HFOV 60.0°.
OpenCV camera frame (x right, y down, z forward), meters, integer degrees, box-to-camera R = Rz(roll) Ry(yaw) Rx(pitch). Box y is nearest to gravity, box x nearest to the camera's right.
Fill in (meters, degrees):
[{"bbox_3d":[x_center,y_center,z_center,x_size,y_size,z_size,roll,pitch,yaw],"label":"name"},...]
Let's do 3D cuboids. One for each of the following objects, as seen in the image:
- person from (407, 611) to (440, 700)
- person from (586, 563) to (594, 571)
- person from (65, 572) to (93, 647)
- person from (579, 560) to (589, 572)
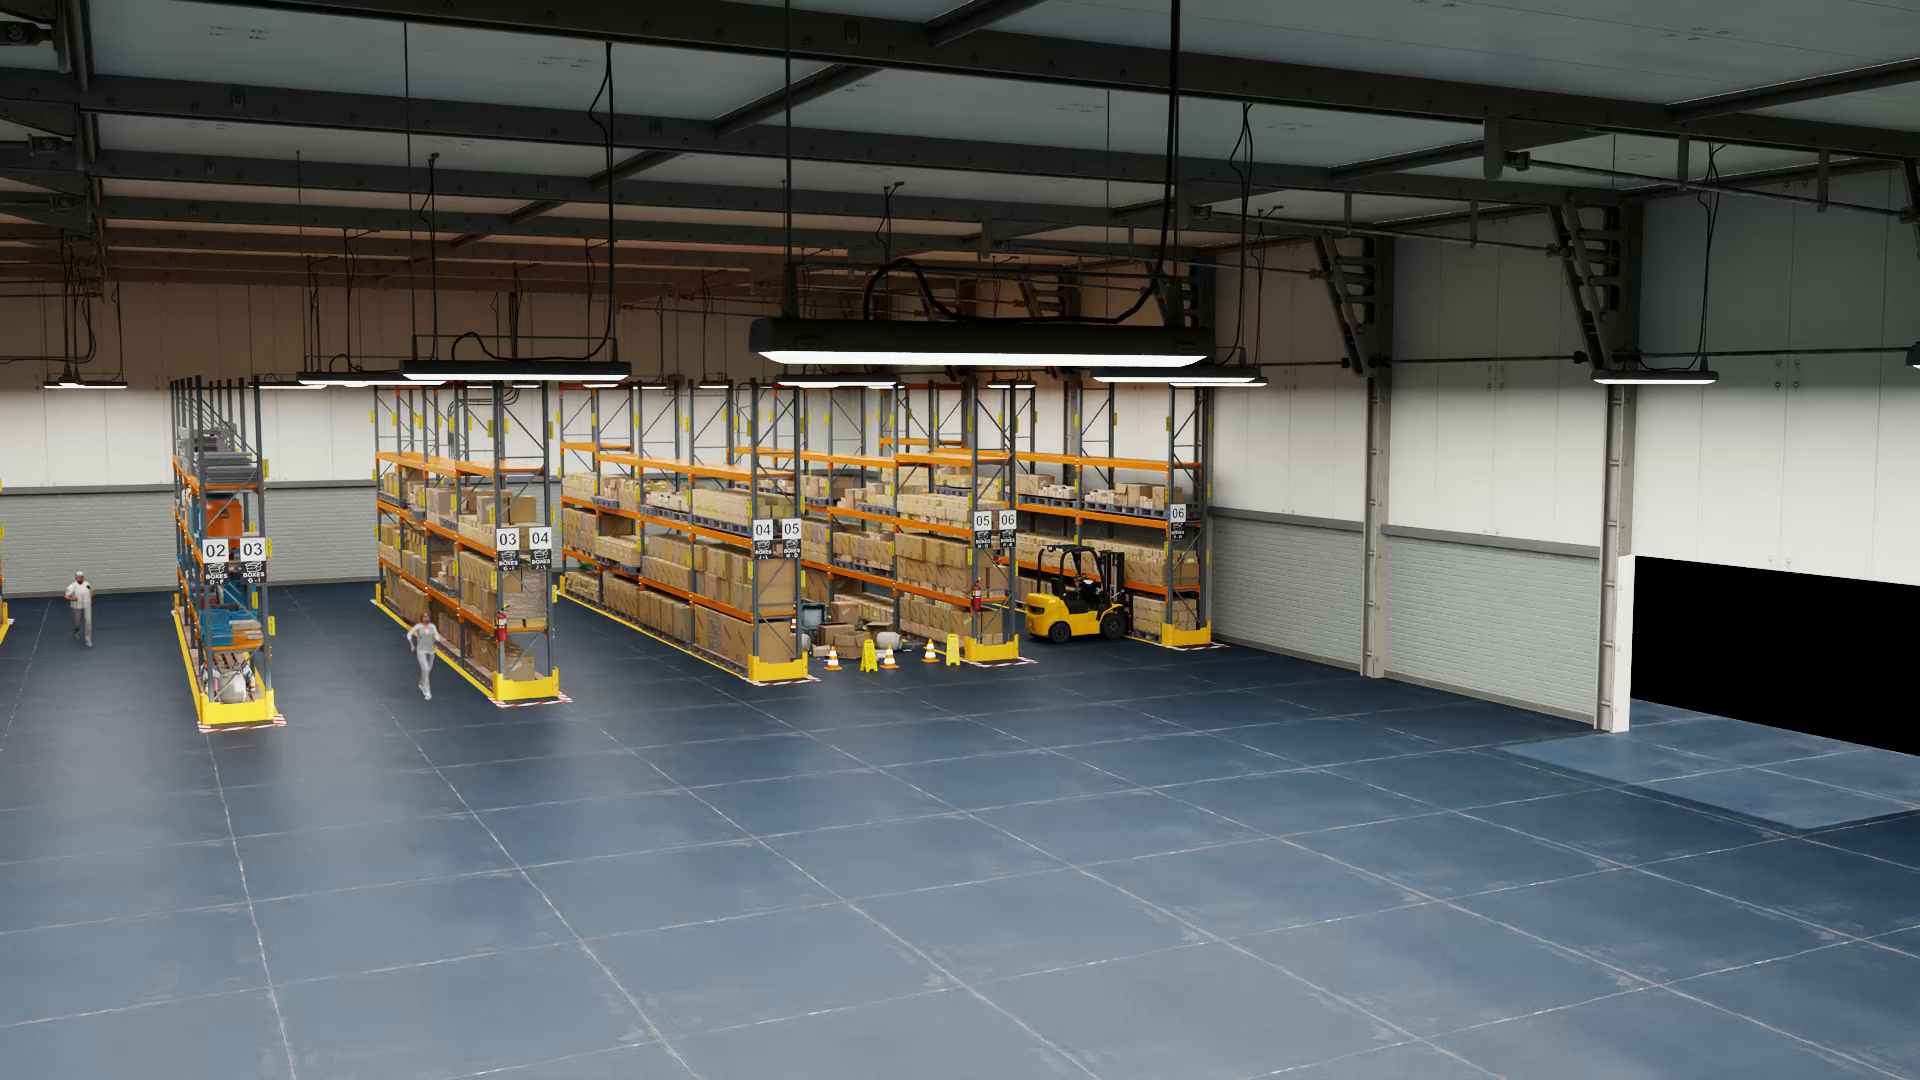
[{"bbox_3d":[-10.045,2.141,31.209,0.520,1.634,0.759,-4,7,-40],"label":"person"},{"bbox_3d":[-10.772,0.540,48.997,0.573,1.656,0.590,-2,5,-21],"label":"person"},{"bbox_3d":[-19.897,1.546,37.621,0.612,1.670,0.931,-4,7,-41],"label":"person"},{"bbox_3d":[-11.047,0.540,48.911,0.803,1.745,0.688,1,5,12],"label":"person"}]
